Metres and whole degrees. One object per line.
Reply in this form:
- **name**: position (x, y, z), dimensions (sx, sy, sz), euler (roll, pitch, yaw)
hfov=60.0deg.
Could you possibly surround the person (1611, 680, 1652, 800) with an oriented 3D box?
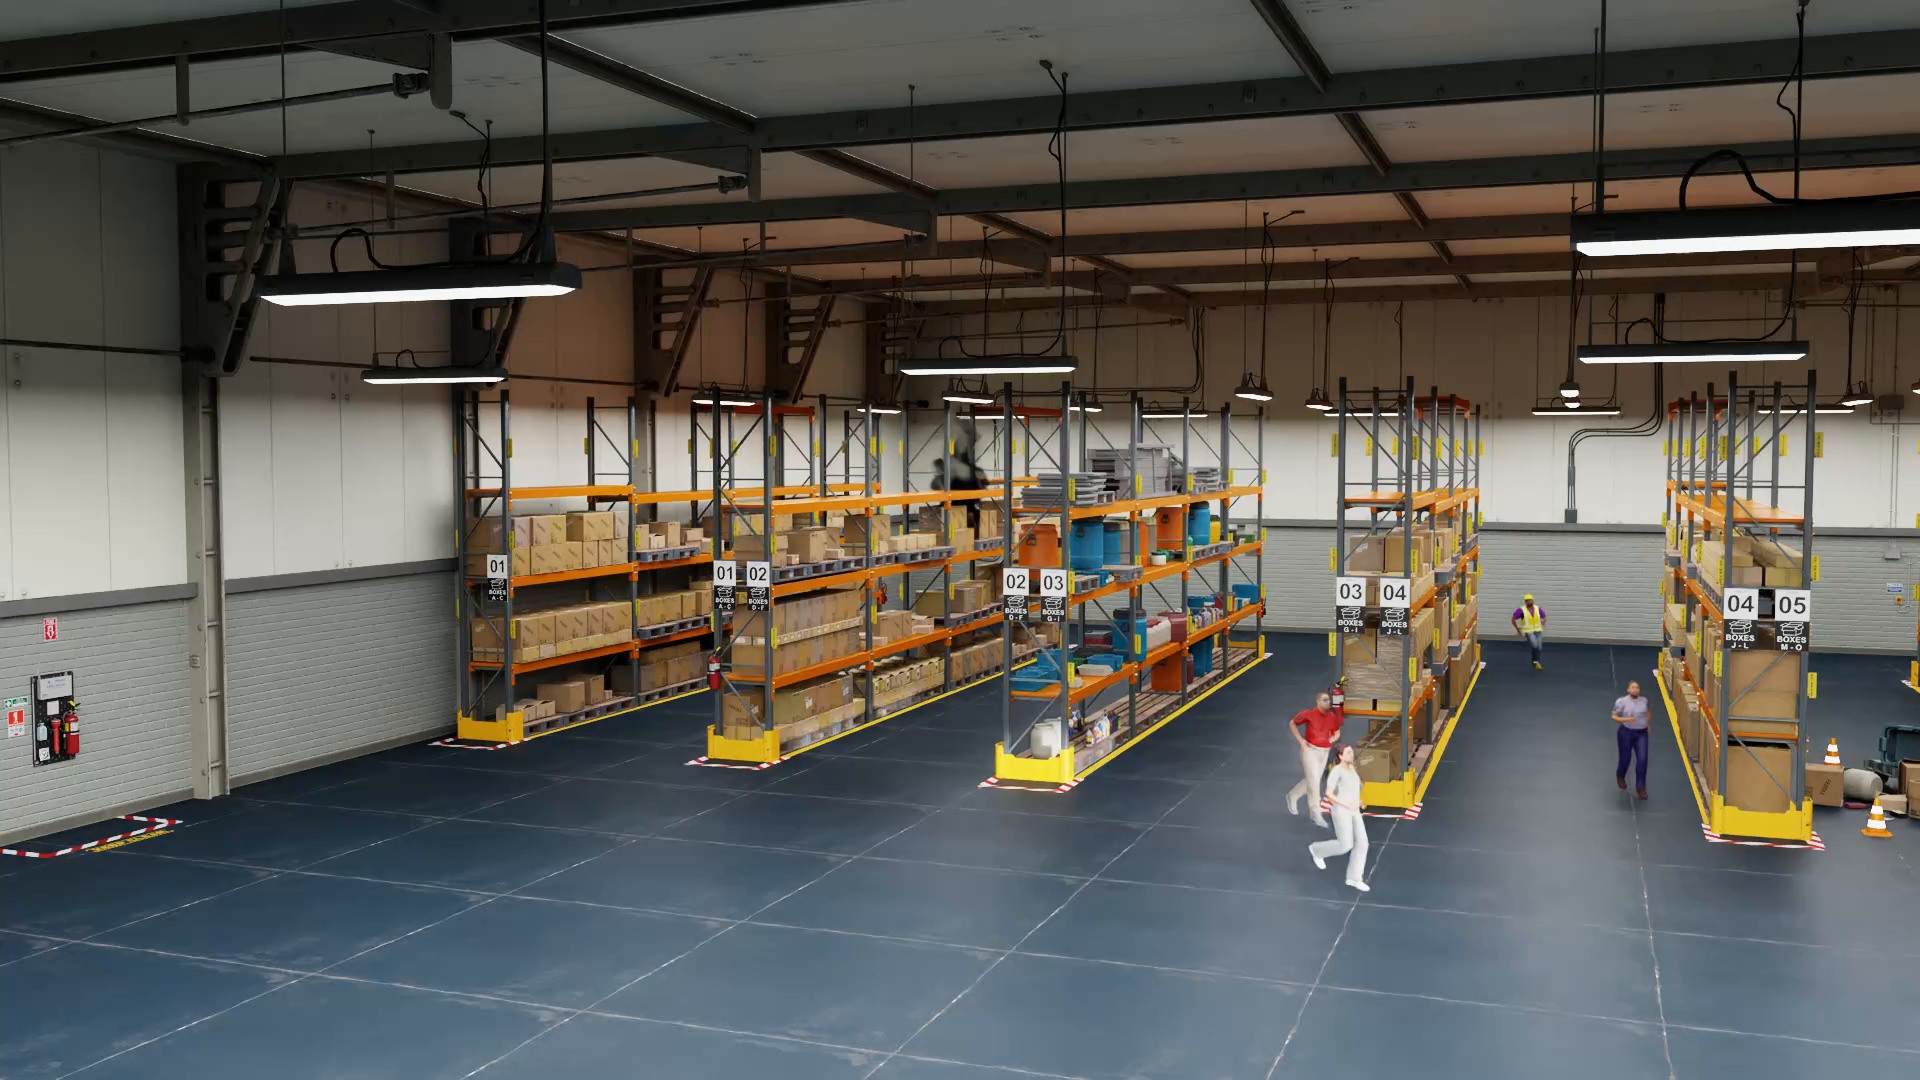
- **person**: position (9.682, 2.836, 23.925), dimensions (0.608, 1.647, 0.880), euler (0, 3, 7)

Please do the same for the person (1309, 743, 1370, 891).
- **person**: position (4.388, 3.140, 19.087), dimensions (0.565, 1.654, 0.791), euler (-3, 4, -41)

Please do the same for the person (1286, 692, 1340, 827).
- **person**: position (4.825, 2.916, 22.478), dimensions (0.680, 1.732, 0.914), euler (-2, 4, -29)

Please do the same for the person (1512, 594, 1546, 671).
- **person**: position (12.889, 2.076, 37.495), dimensions (0.748, 1.714, 0.641), euler (0, 3, -4)
